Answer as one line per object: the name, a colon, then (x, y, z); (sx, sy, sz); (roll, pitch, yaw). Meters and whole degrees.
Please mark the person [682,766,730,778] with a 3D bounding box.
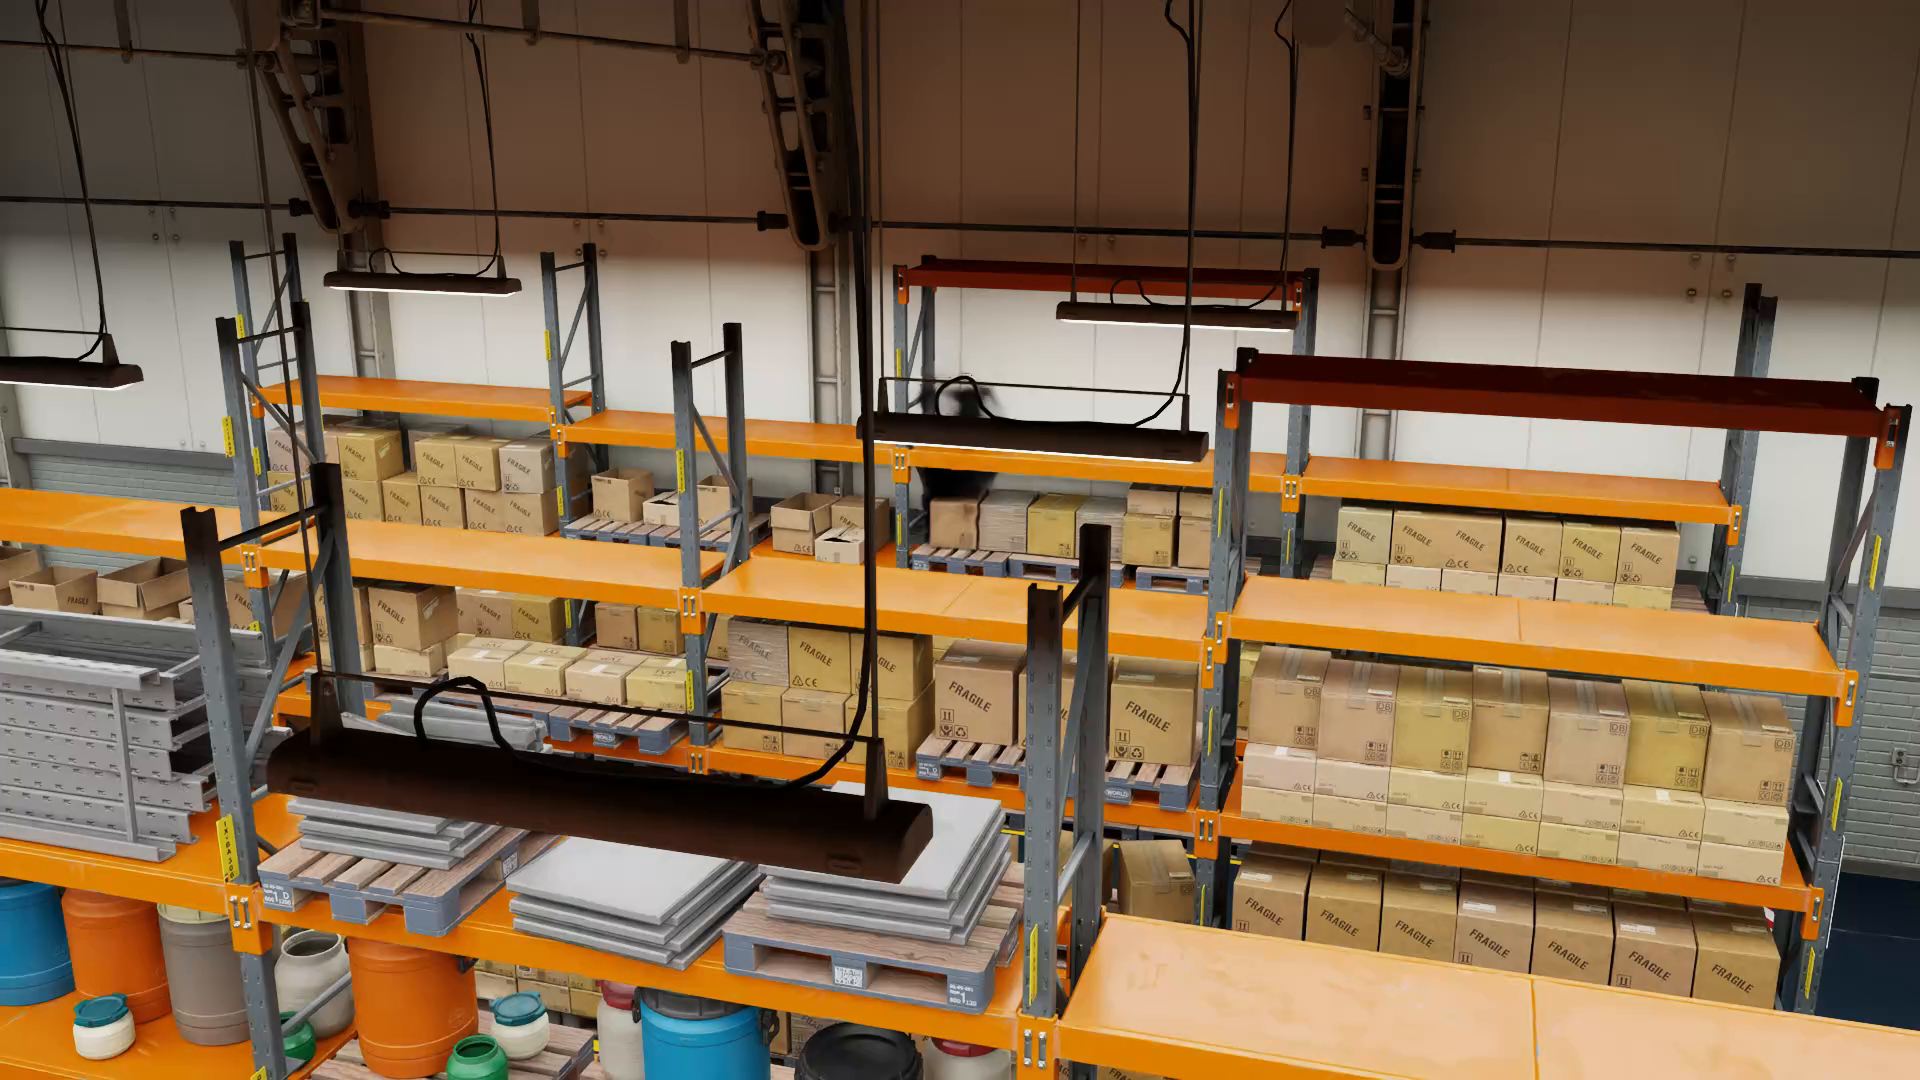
person: (-2.495, 2.693, 16.434); (0.789, 1.693, 0.575); (4, 17, 15)
